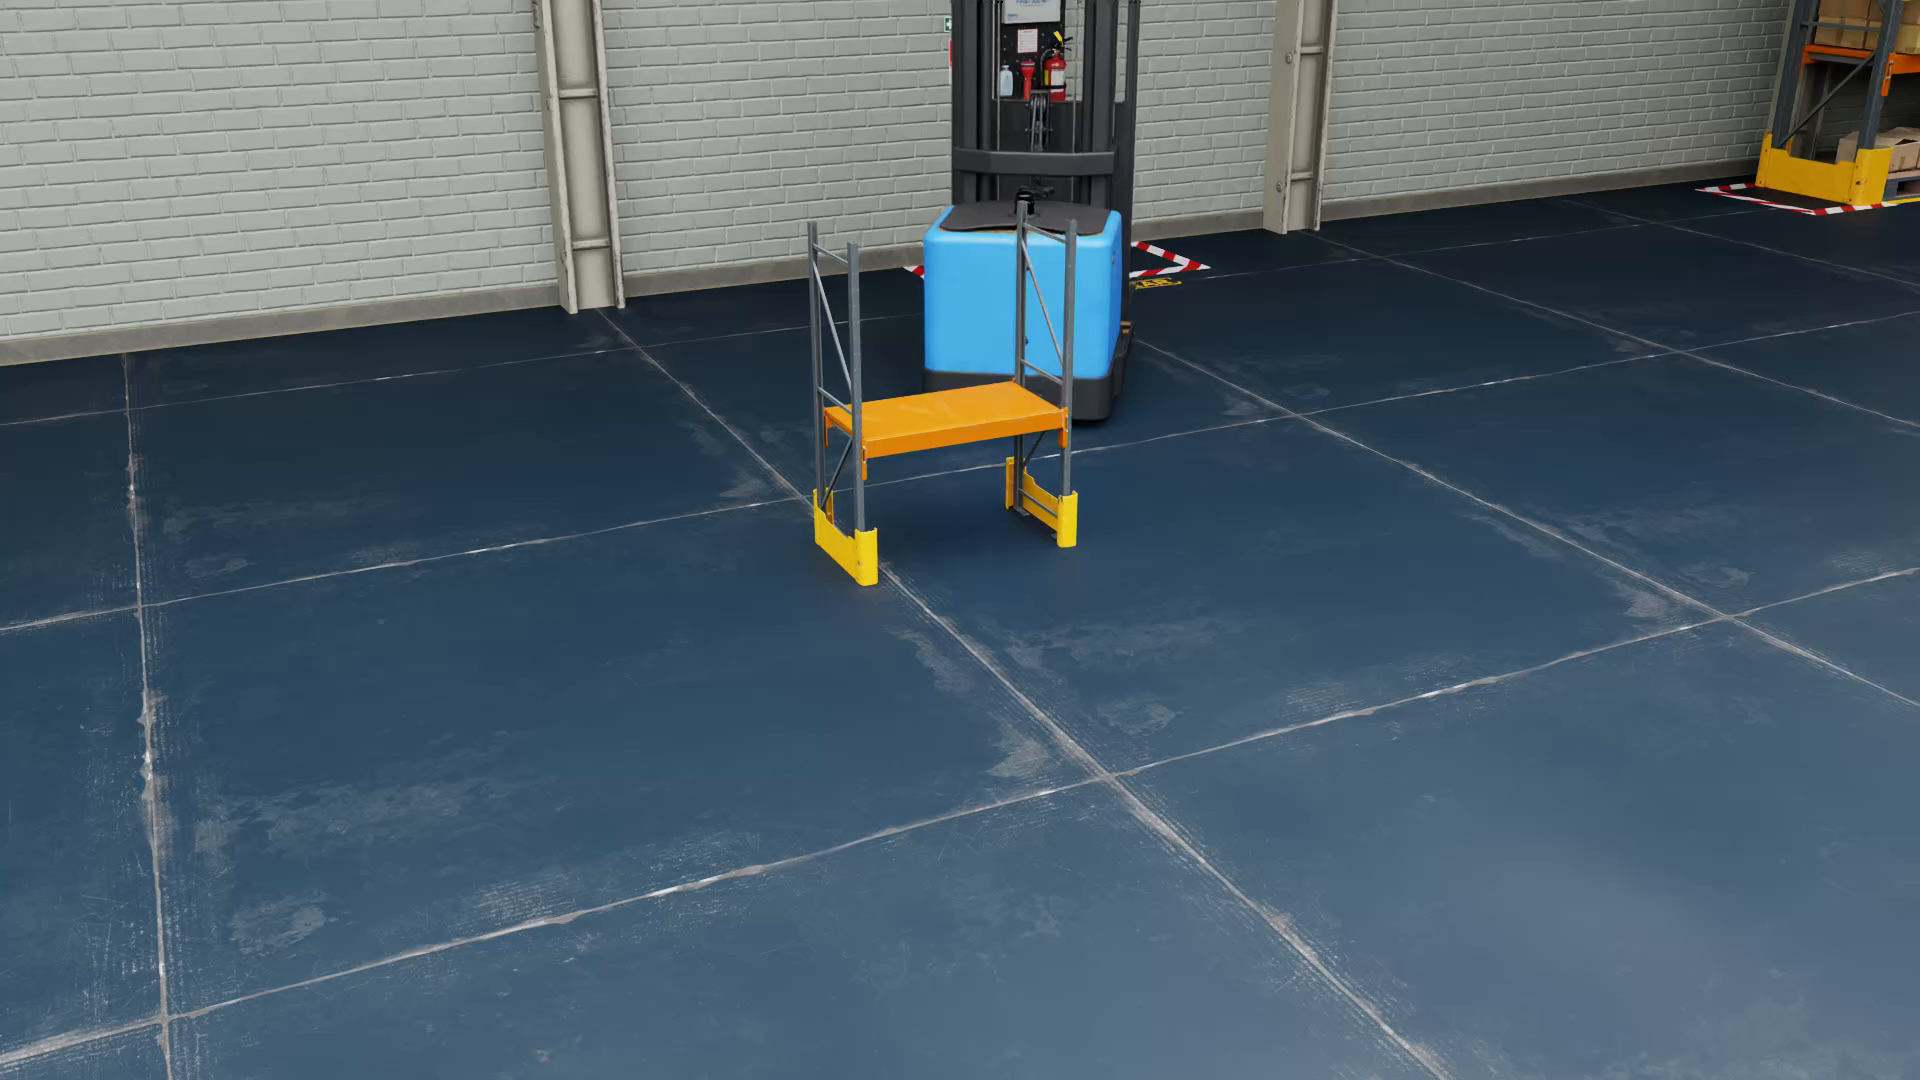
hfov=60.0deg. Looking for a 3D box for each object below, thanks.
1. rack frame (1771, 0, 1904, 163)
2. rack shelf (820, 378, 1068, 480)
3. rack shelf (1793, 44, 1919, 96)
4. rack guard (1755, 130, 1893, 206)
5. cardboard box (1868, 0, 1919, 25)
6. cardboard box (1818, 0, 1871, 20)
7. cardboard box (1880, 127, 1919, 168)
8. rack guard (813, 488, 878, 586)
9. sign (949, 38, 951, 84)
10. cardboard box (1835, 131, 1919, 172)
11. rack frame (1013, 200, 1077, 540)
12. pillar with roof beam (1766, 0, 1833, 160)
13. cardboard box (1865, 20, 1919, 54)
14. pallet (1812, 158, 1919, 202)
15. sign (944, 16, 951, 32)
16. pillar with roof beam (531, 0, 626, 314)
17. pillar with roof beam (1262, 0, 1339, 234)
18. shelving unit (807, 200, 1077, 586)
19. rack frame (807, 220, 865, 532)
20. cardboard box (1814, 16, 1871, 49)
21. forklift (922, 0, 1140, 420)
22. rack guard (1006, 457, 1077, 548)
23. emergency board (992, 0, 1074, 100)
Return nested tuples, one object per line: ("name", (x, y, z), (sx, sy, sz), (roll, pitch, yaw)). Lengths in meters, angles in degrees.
("rack frame", (7.961, -4.619, 14.986), (0.127, 3.000, 1.000), (-10, 25, -24))
("rack shelf", (-0.077, -0.513, 7.498), (1.000, 0.185, 0.538), (-10, 25, -24))
("rack shelf", (9.763, -4.618, 15.925), (4.000, 0.370, 1.077), (-10, 25, -24))
("rack guard", (8.029, -3.476, 15.494), (0.348, 0.500, 1.175), (-10, 25, -24))
("cardboard box", (8.521, -4.881, 14.808), (0.500, 0.500, 0.500), (-10, 25, -24))
("cardboard box", (8.293, -5.057, 15.233), (0.500, 0.500, 0.500), (-11, 25, -24))
("cardboard box", (9.137, -3.758, 15.847), (0.500, 0.311, 0.500), (-8, 24, -19))
("rack guard", (-0.517, -0.020, 7.472), (0.087, 0.250, 0.587), (-10, 25, -24))
("sign", (0.024, -3.601, 12.481), (0.234, 0.329, 0.001), (-10, 25, -24))
("cardboard box", (8.623, -3.663, 15.618), (0.500, 0.311, 0.500), (-14, 26, -30))
("rack frame", (0.381, -0.763, 7.633), (0.032, 1.500, 0.500), (-10, 25, -24))
("pillar with roof beam", (10.084, -6.321, 11.255), (0.400, 9.000, 9.100), (-10, 25, -24))
("cardboard box", (8.538, -4.530, 14.942), (0.500, 0.250, 0.500), (-11, 25, -25))
("pallet", (8.777, -3.465, 15.846), (1.213, 0.211, 1.003), (-10, 25, -24))
("sign", (0.032, -3.844, 12.374), (0.331, 0.109, 0.001), (-10, 25, -24))
("pillar with roof beam", (-0.729, -4.331, 6.446), (0.400, 9.000, 9.100), (-10, 25, -24))
("pillar with roof beam", (4.677, -5.326, 8.851), (0.400, 9.000, 9.100), (-10, 25, -24))
("shelving unit", (-0.069, -0.680, 7.433), (1.083, 1.500, 0.587), (-10, 25, -24))
("rack frame", (-0.535, -0.595, 7.225), (0.032, 1.500, 0.500), (-10, 25, -24))
("cardboard box", (8.298, -4.703, 15.359), (0.500, 0.250, 0.500), (-10, 25, -23))
("forklift", (0.532, -2.544, 10.063), (1.130, 2.935, 3.031), (4, 23, 8))
("rack guard", (0.380, -0.185, 7.871), (0.087, 0.250, 0.587), (-10, 25, -24))
("emergency board", (0.567, -3.641, 12.624), (0.643, 1.169, 0.194), (-10, 25, -24))
